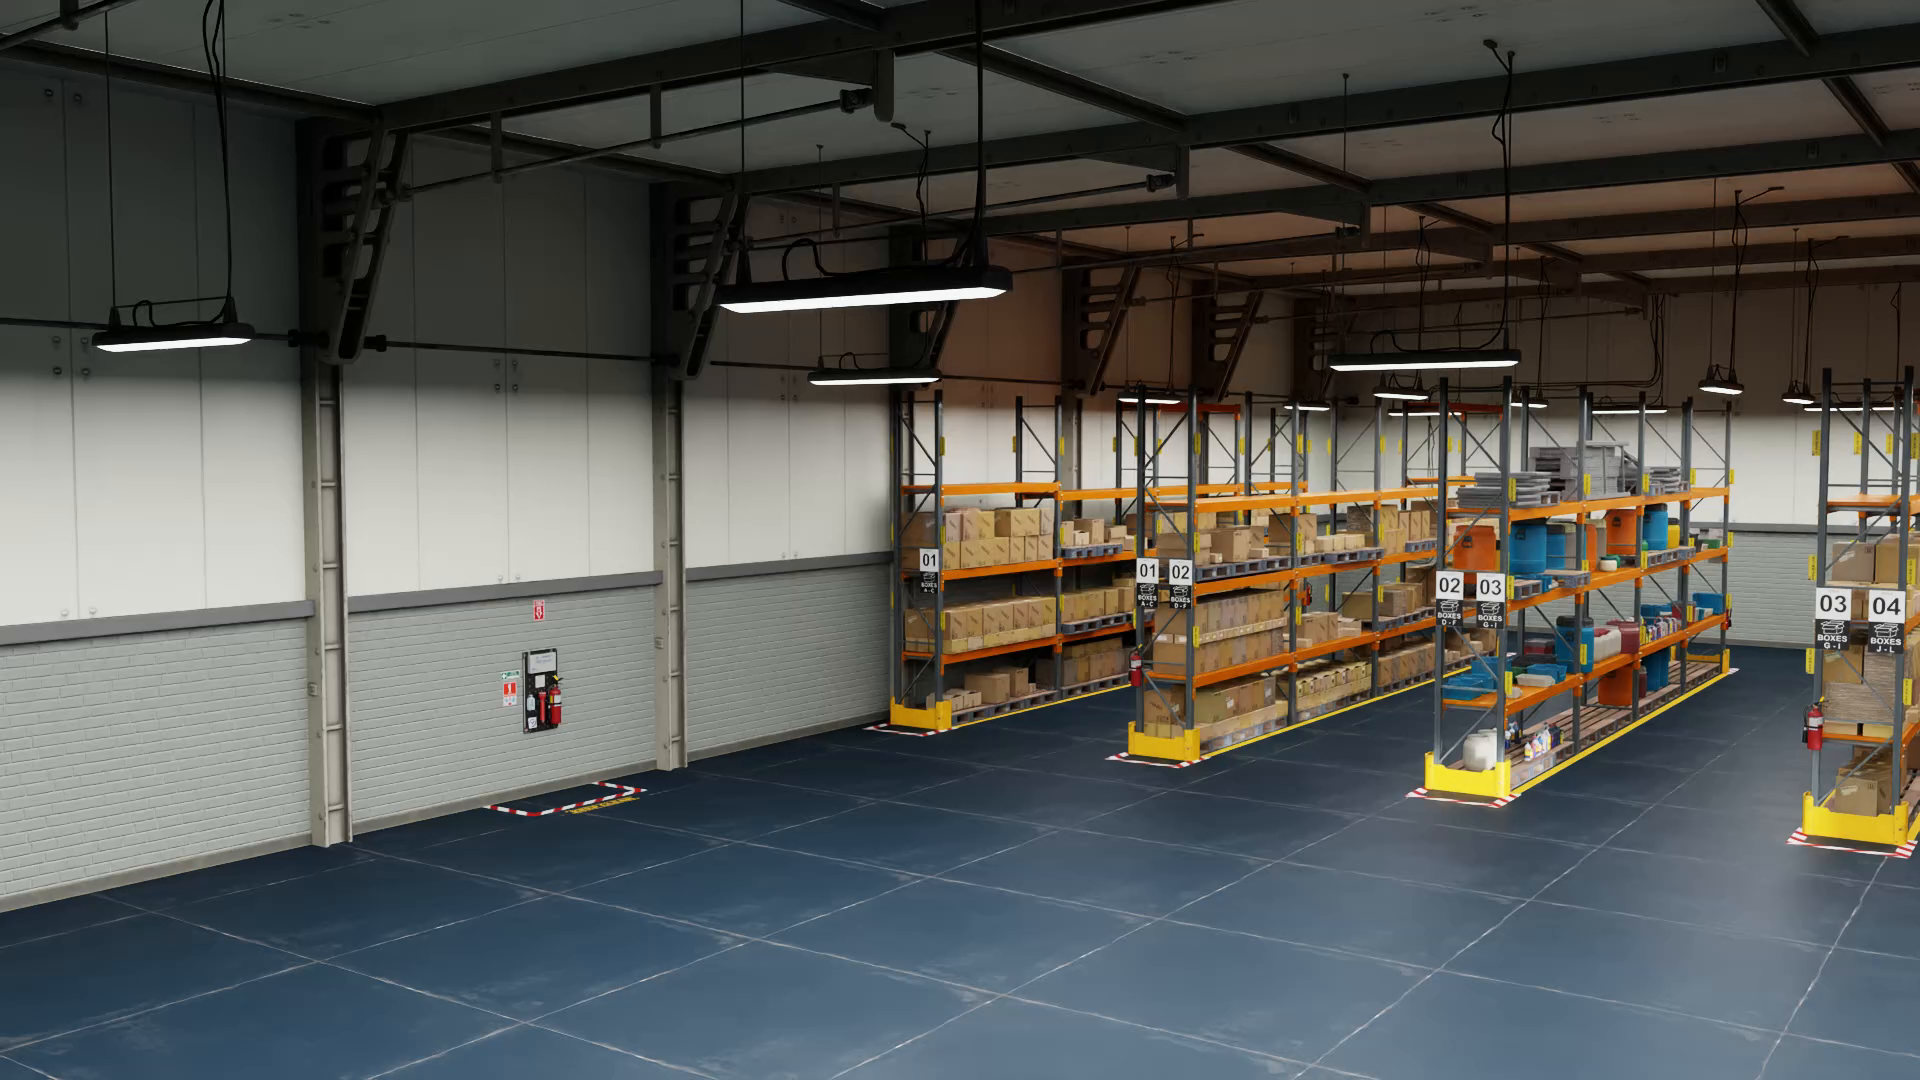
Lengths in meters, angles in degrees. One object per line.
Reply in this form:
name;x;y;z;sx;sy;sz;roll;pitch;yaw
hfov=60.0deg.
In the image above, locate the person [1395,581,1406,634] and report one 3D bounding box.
person;10.910;1.819;41.675;0.787;1.655;0.483;2;4;31
